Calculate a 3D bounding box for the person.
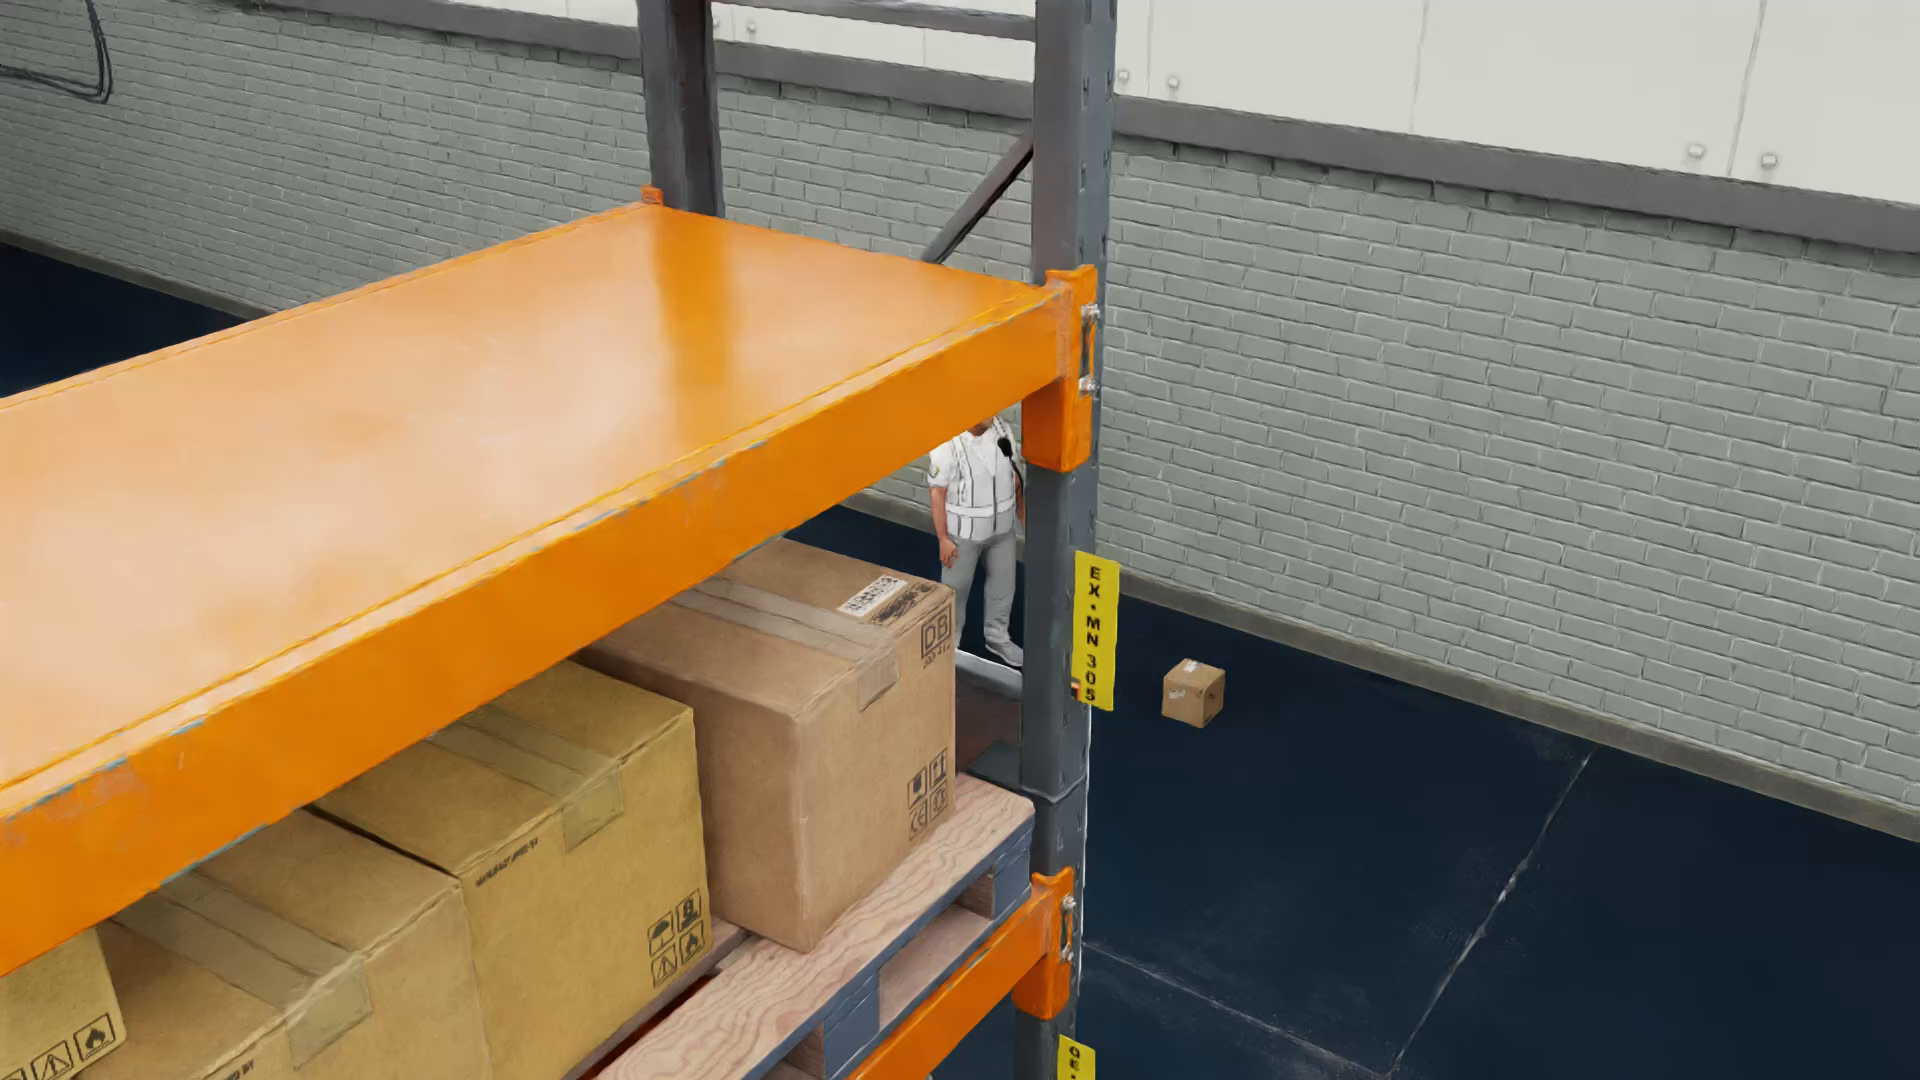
[{"bbox_3d":[0.103,-0.079,9.252,0.655,1.766,0.408,-15,30,-27],"label":"person"}]
